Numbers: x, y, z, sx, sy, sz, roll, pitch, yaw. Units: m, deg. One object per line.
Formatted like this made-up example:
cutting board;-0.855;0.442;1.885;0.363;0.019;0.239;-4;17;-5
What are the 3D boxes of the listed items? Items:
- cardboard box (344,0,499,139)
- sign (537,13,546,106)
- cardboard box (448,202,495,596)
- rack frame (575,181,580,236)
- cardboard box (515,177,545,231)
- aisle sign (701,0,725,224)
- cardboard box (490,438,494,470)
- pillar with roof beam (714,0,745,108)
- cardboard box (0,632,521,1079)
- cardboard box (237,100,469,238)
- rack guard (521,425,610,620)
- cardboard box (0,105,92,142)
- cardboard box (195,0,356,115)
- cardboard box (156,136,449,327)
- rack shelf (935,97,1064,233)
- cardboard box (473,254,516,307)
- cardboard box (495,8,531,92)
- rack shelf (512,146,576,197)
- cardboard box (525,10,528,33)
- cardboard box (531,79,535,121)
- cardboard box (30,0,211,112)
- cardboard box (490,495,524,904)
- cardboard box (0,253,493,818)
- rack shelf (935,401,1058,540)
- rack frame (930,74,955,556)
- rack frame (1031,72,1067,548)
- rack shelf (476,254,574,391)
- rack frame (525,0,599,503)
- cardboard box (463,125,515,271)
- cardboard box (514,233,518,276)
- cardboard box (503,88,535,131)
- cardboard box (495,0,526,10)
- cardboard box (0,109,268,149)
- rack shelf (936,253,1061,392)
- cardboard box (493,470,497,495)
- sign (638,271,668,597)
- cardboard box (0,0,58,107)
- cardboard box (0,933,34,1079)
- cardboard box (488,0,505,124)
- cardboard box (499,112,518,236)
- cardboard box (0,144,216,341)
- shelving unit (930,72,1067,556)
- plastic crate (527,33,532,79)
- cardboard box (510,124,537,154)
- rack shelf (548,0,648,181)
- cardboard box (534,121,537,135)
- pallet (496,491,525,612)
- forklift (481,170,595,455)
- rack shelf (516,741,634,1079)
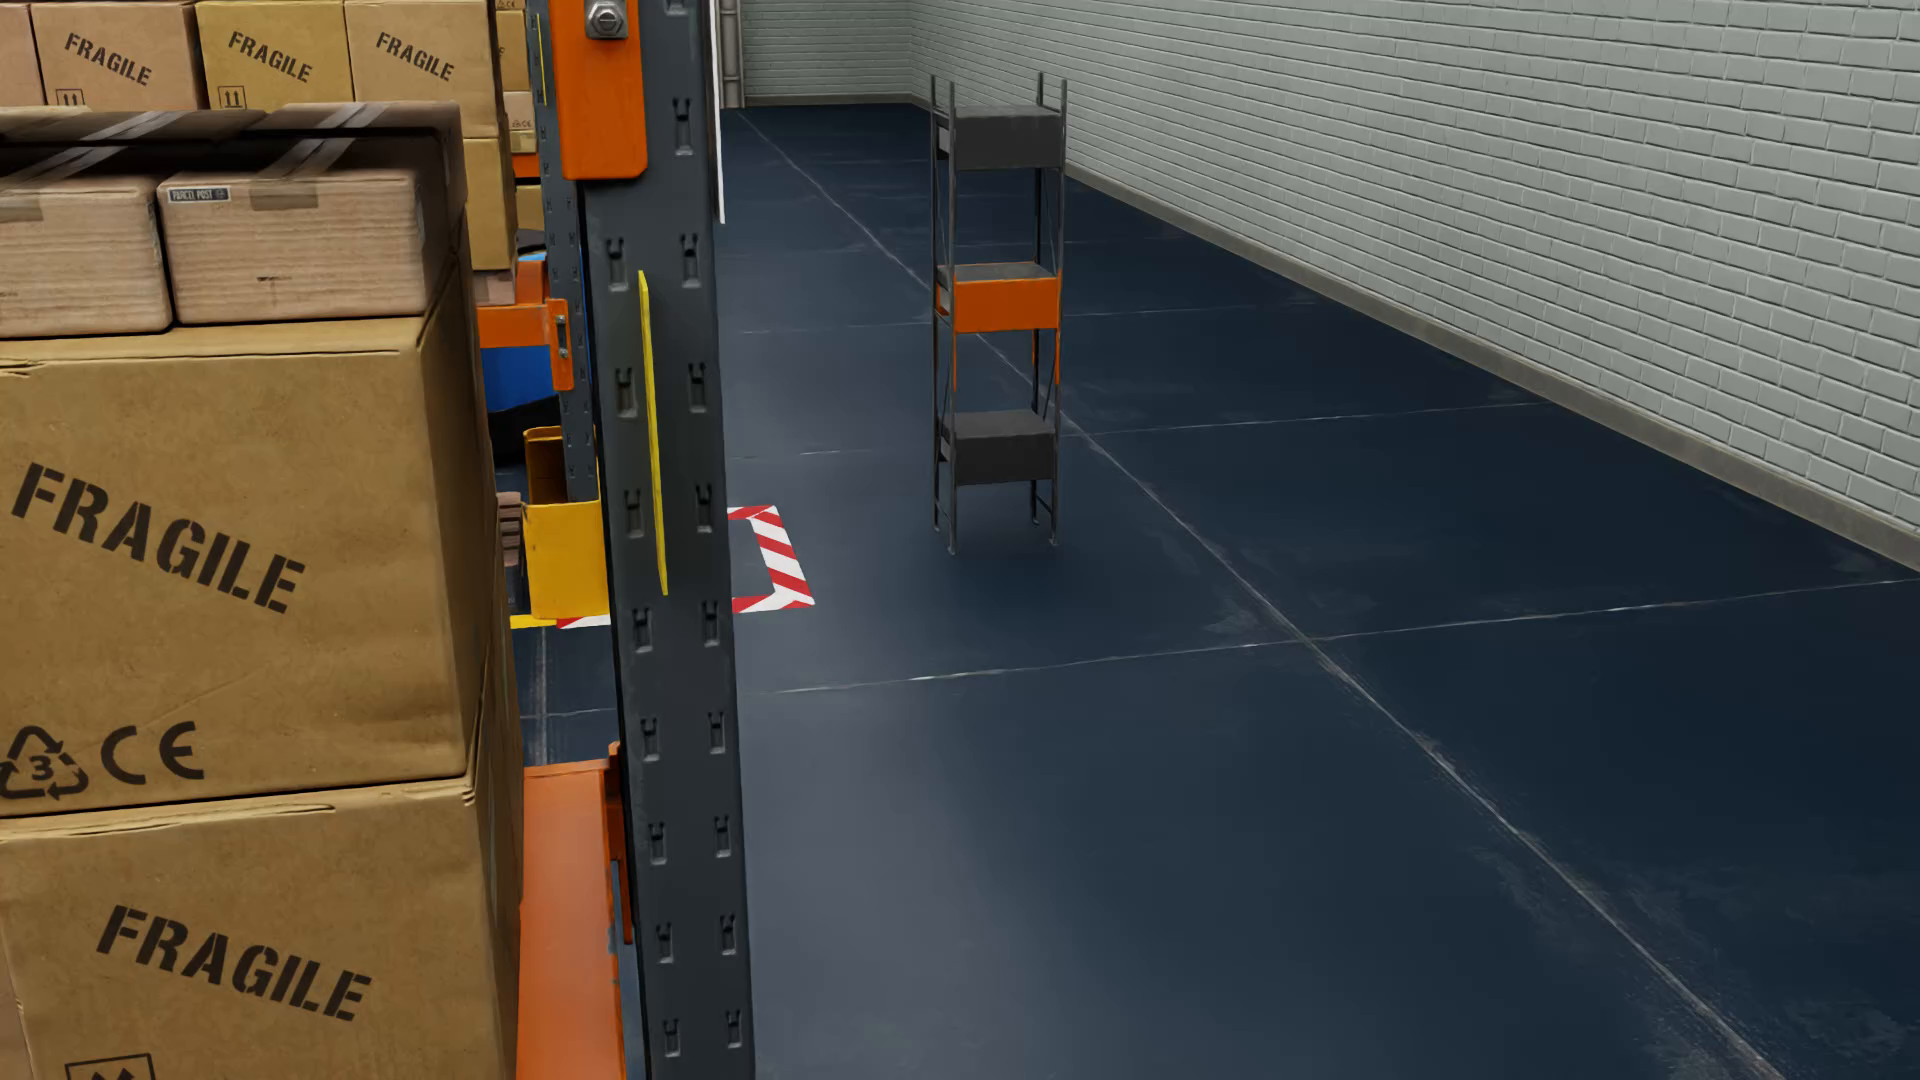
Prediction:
cardboard box;-2.055;-1.823;6.398;0.500;0.500;0.500;-5;21;-14
sign;-1.559;-1.791;6.200;0.005;0.325;0.100;-5;21;-12
cardboard box;-0.962;-0.211;2.431;0.500;0.500;0.500;-5;21;-14
rack frame;-2.710;-2.954;11.519;0.127;3.000;1.000;-5;21;-12
cardboard box;-3.315;-2.077;11.601;0.875;0.875;0.875;-5;21;-12
aisle sign;-0.288;-0.760;1.749;0.004;0.787;0.394;-5;21;-12
cardboard box;-2.236;-0.329;7.453;0.250;0.149;0.380;-4;20;-10
pillar with roof beam;-2.711;-9.808;21.506;0.400;9.000;9.100;-5;21;-12
cardboard box;-0.838;0.443;2.100;0.500;0.500;0.500;-5;21;-12
cardboard box;-0.839;-0.523;2.339;0.250;0.149;0.380;-4;21;-11
rack guard;-1.741;-0.106;7.378;0.348;0.500;1.175;-5;21;-12
cardboard box;-1.357;-0.496;2.266;0.250;0.149;0.380;-4;20;-11
cardboard box;-2.548;-1.783;6.289;0.500;0.500;0.500;-5;21;-14
cardboard box;-0.733;-0.363;1.902;0.250;0.149;0.380;-4;21;-12
rack shelf;0.161;-1.644;7.253;0.480;0.518;0.431;-5;21;-12
cardboard box;-1.919;-1.048;6.679;0.250;0.149;0.380;-5;21;-12
cardboard box;-3.124;-3.249;11.019;0.500;0.500;0.500;-4;21;-12
rack shelf;-4.657;-2.458;11.211;4.000;0.370;1.077;-5;21;-12
cardboard box;-5.359;-6.191;20.209;0.500;0.500;0.500;-4;20;-11
cardboard box;-3.239;-3.076;11.637;0.500;0.250;0.500;-5;21;-14
cardboard box;-3.052;-1.739;6.168;0.500;0.500;0.500;-4;20;-10
cardboard box;-0.963;0.258;2.605;0.500;0.500;0.500;-5;21;-13
cardboard box;-0.844;-0.036;1.953;0.500;0.500;0.500;-4;20;-11
rack shelf;0.161;-0.329;7.735;0.480;0.518;0.431;-5;21;-12
rack frame;-0.076;-0.980;7.436;0.015;2.100;0.400;-5;21;-12
rack frame;0.399;-1.018;7.542;0.015;2.100;0.400;-5;21;-12
rack shelf;-3.614;-0.790;6.657;4.000;0.370;1.077;-5;21;-12
rack frame;-1.667;-1.286;6.965;0.127;3.000;1.000;-5;21;-12
cardboard box;-2.045;-1.351;6.564;0.500;0.500;0.500;-4;21;-11
cardboard box;-2.058;-1.252;7.238;0.250;0.149;0.380;-5;21;-13
cardboard box;-3.121;-2.897;11.147;0.500;0.250;0.500;-5;21;-13
cardboard box;-5.356;-6.660;20.036;0.500;0.500;0.500;-5;21;-13
cardboard box;-1.078;-0.478;2.217;0.250;0.149;0.380;-4;21;-11
rack shelf;0.161;-0.986;7.494;0.480;0.518;0.431;-5;21;-12
cardboard box;-2.251;-0.210;7.562;0.250;0.149;0.380;-4;21;-11
sign;-0.318;-0.109;1.725;0.005;0.325;0.100;-5;21;-12
cardboard box;-3.566;-1.696;6.051;0.500;0.500;0.500;-5;21;-14
cardboard box;-1.330;0.477;2.006;0.500;0.500;0.500;-5;21;-14
cardboard box;-2.165;-1.996;6.870;0.500;0.500;0.500;-5;21;-13
cardboard box;-2.168;-1.530;7.052;0.500;0.500;0.500;-4;20;-10
cardboard box;-0.975;-0.335;1.825;0.250;0.149;0.380;-4;21;-11
shelving unit;0.161;-0.999;7.489;0.503;2.100;0.431;-5;21;-12
plastic crate;-4.133;-4.568;15.786;0.499;0.435;0.616;-5;21;-12
cardboard box;-2.981;-2.698;11.184;0.250;0.149;0.380;-4;21;-11
rack shelf;-2.376;-0.550;1.639;4.000;0.370;1.077;-5;21;-12
cardboard box;-3.132;-2.919;11.787;0.250;0.149;0.380;-4;21;-12
pallet;-2.540;0.082;7.285;1.213;0.211;1.003;-5;21;-12
forklift;-3.407;-2.187;9.523;3.031;2.935;1.130;13;24;32
rack shelf;-2.376;0.859;2.155;4.000;0.370;1.077;-5;21;-12
